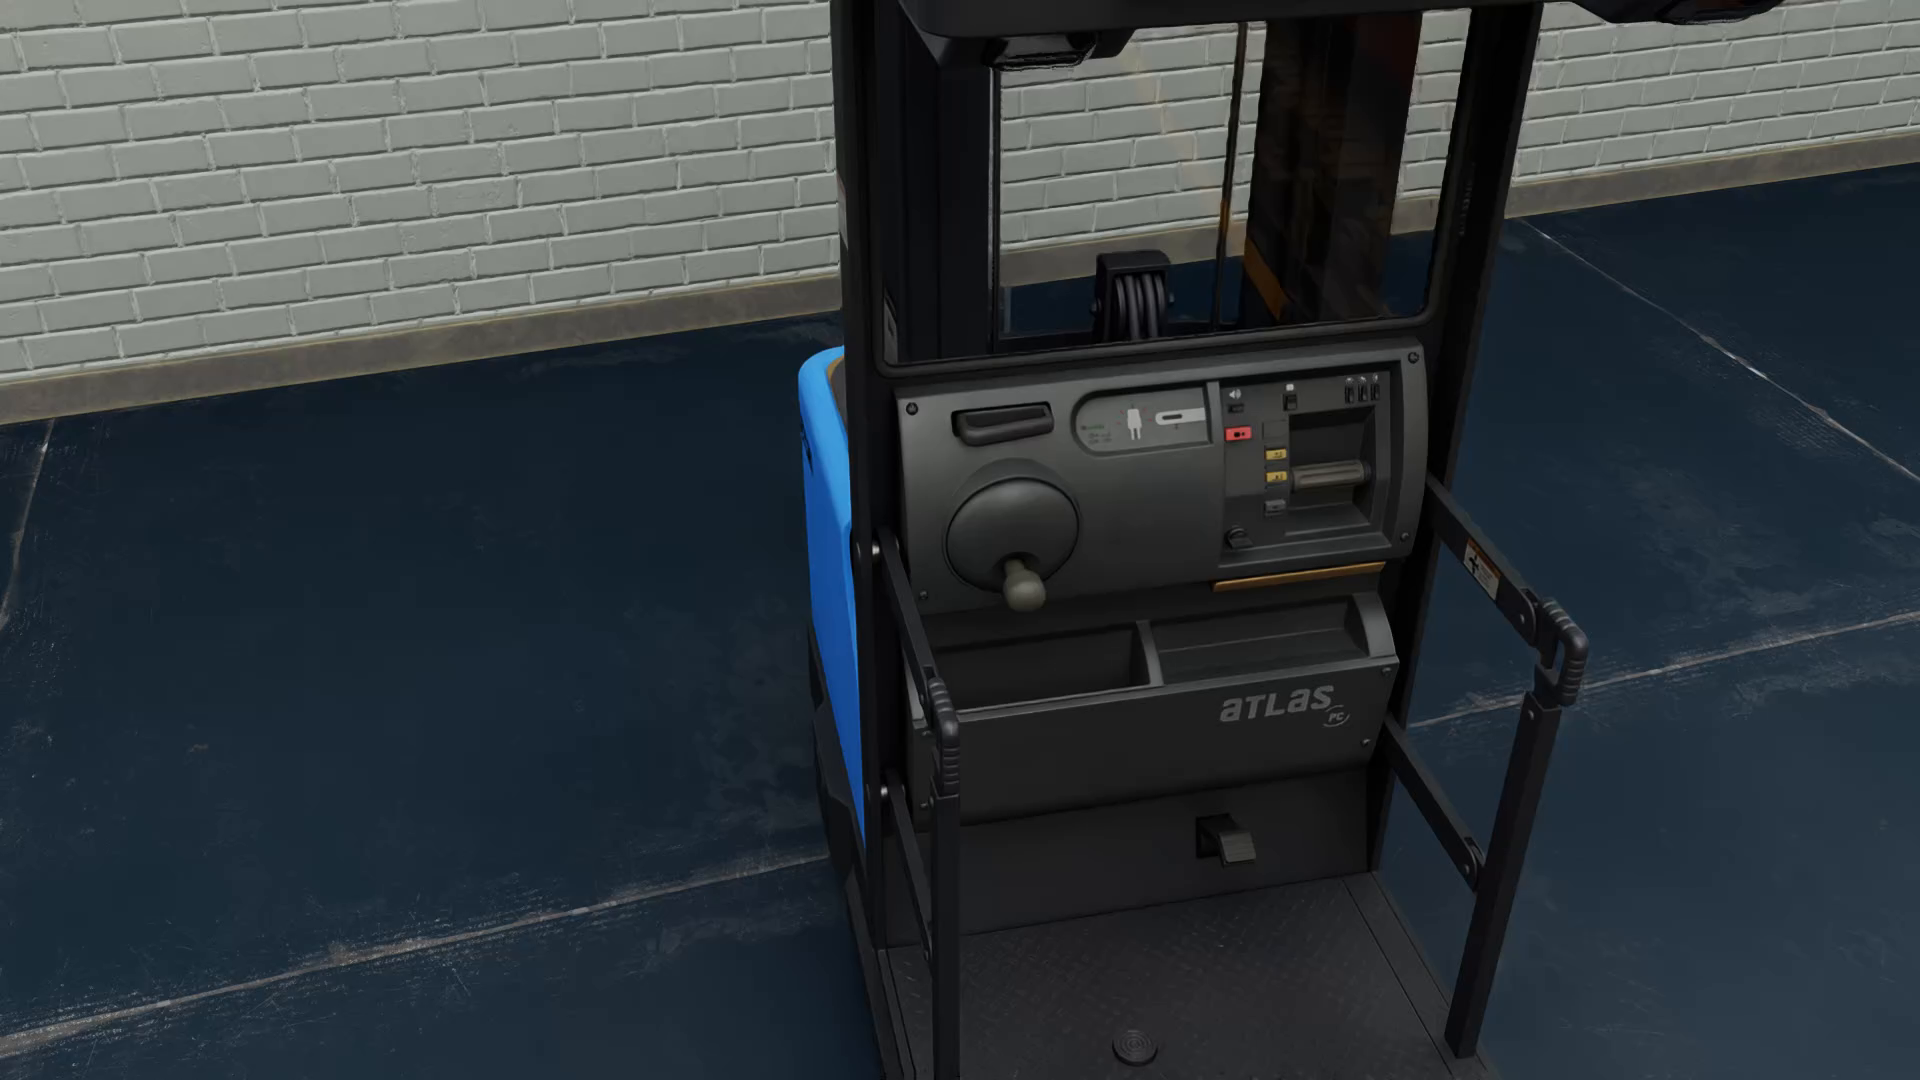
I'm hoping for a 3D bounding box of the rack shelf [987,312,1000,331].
[{"bbox_3d":[-0.002,-0.577,4.878,0.258,0.077,0.200,-10,35,-15],"label":"rack shelf"}]

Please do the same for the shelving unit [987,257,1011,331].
[{"bbox_3d":[-0.002,-0.380,5.008,0.258,0.900,0.210,-10,35,-15],"label":"shelving unit"}]

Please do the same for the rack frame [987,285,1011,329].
[{"bbox_3d":[0.029,-0.326,4.928,0.240,0.900,0.006,-10,35,-15],"label":"rack frame"}]

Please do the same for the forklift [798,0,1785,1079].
[{"bbox_3d":[0.404,-0.050,2.667,1.130,2.935,3.031,-7,34,-10],"label":"forklift"}]
